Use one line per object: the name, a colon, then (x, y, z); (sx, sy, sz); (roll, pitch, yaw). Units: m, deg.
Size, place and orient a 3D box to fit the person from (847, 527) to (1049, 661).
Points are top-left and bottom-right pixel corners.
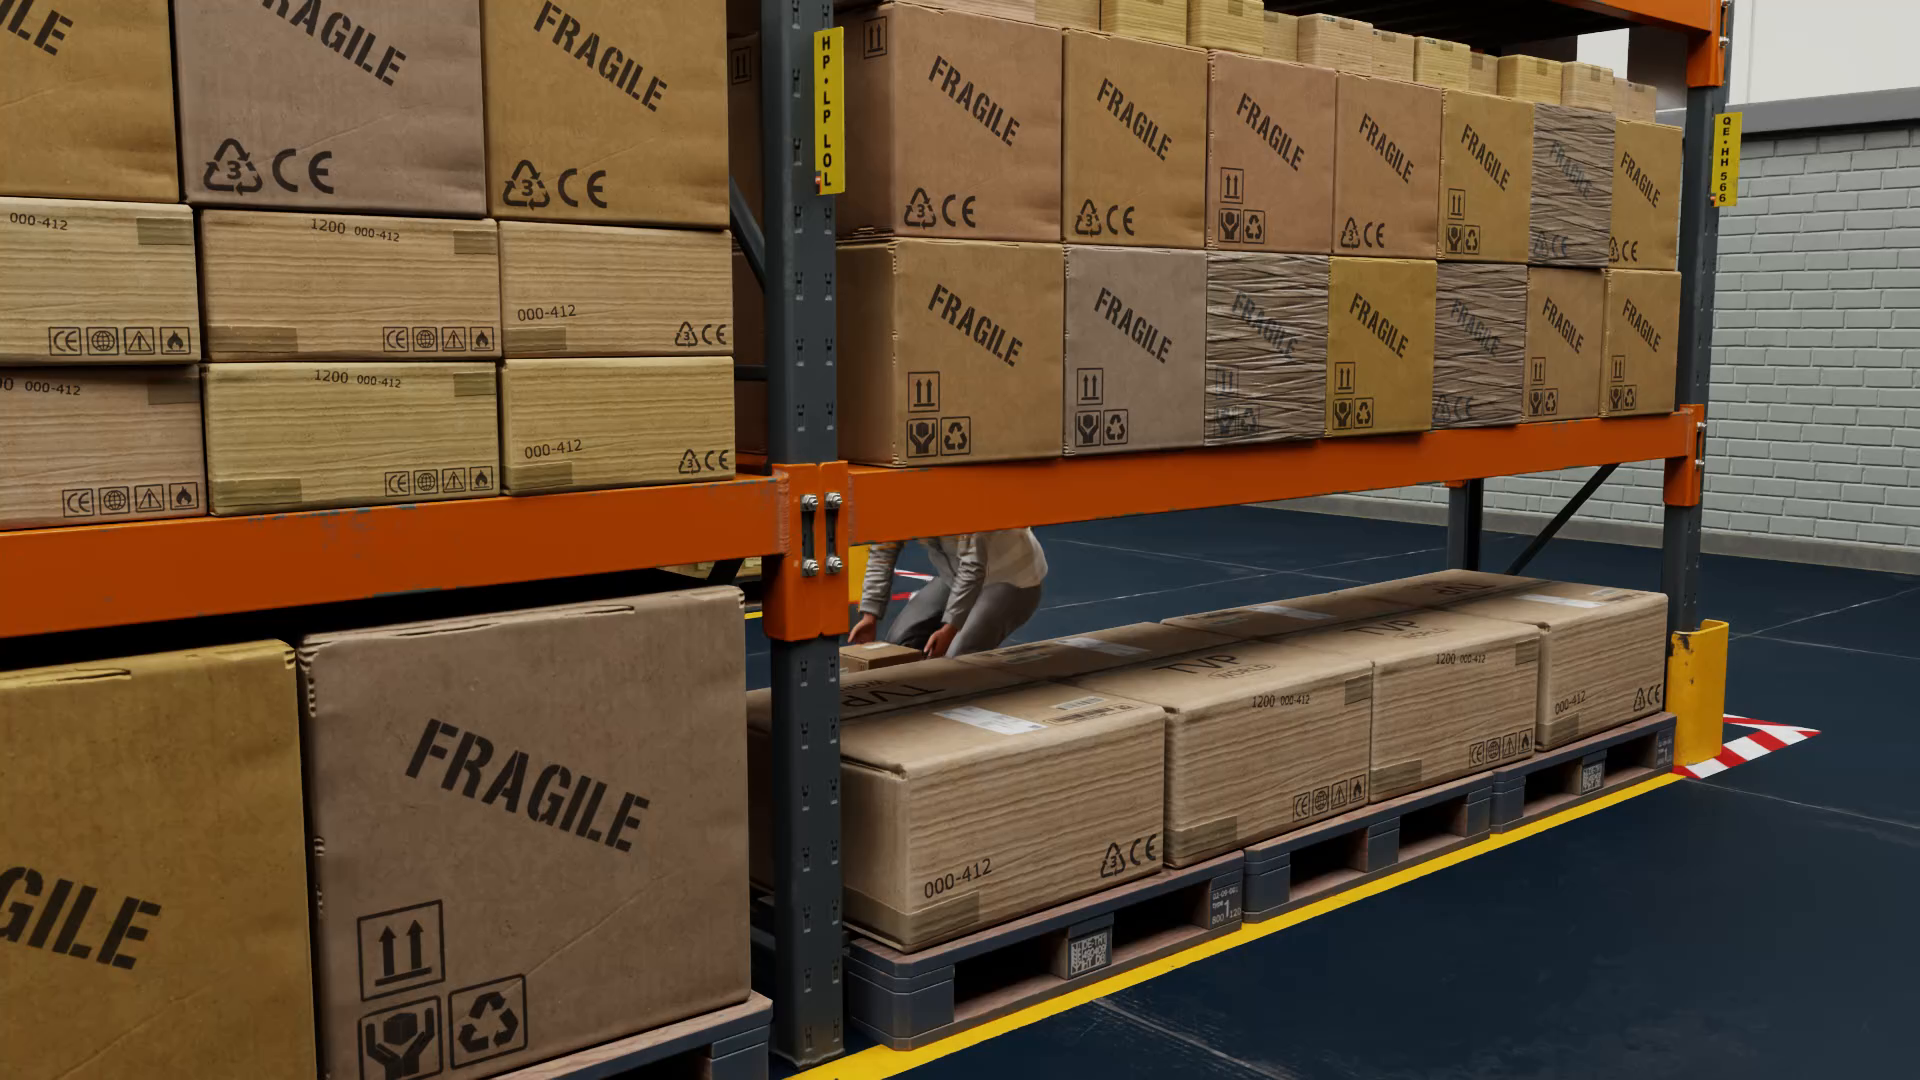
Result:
person: (-0.030, 0.185, 6.198); (0.829, 1.276, 0.583); (-7, 10, -41)
